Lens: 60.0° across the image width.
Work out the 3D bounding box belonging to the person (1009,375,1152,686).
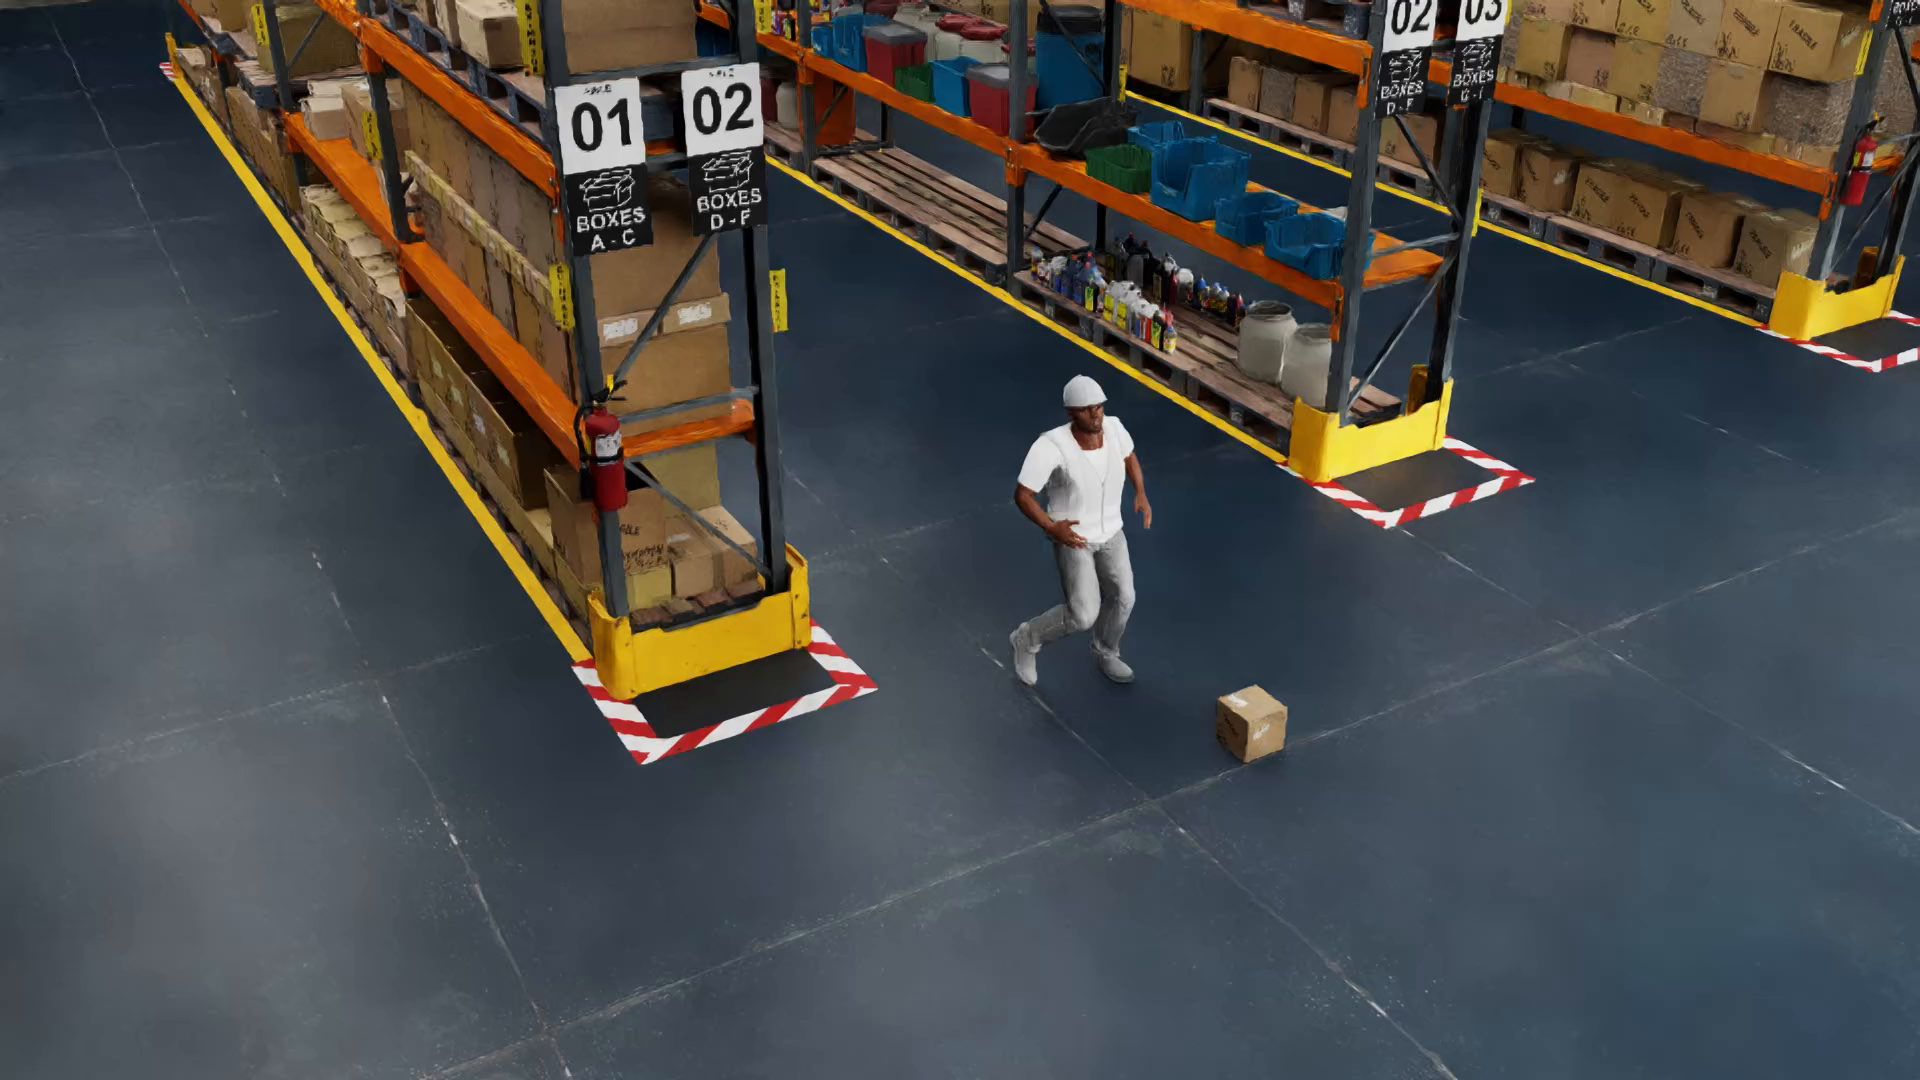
[{"bbox_3d":[0.674,-0.036,8.640,0.801,1.733,0.502,-21,35,-33],"label":"person"}]
